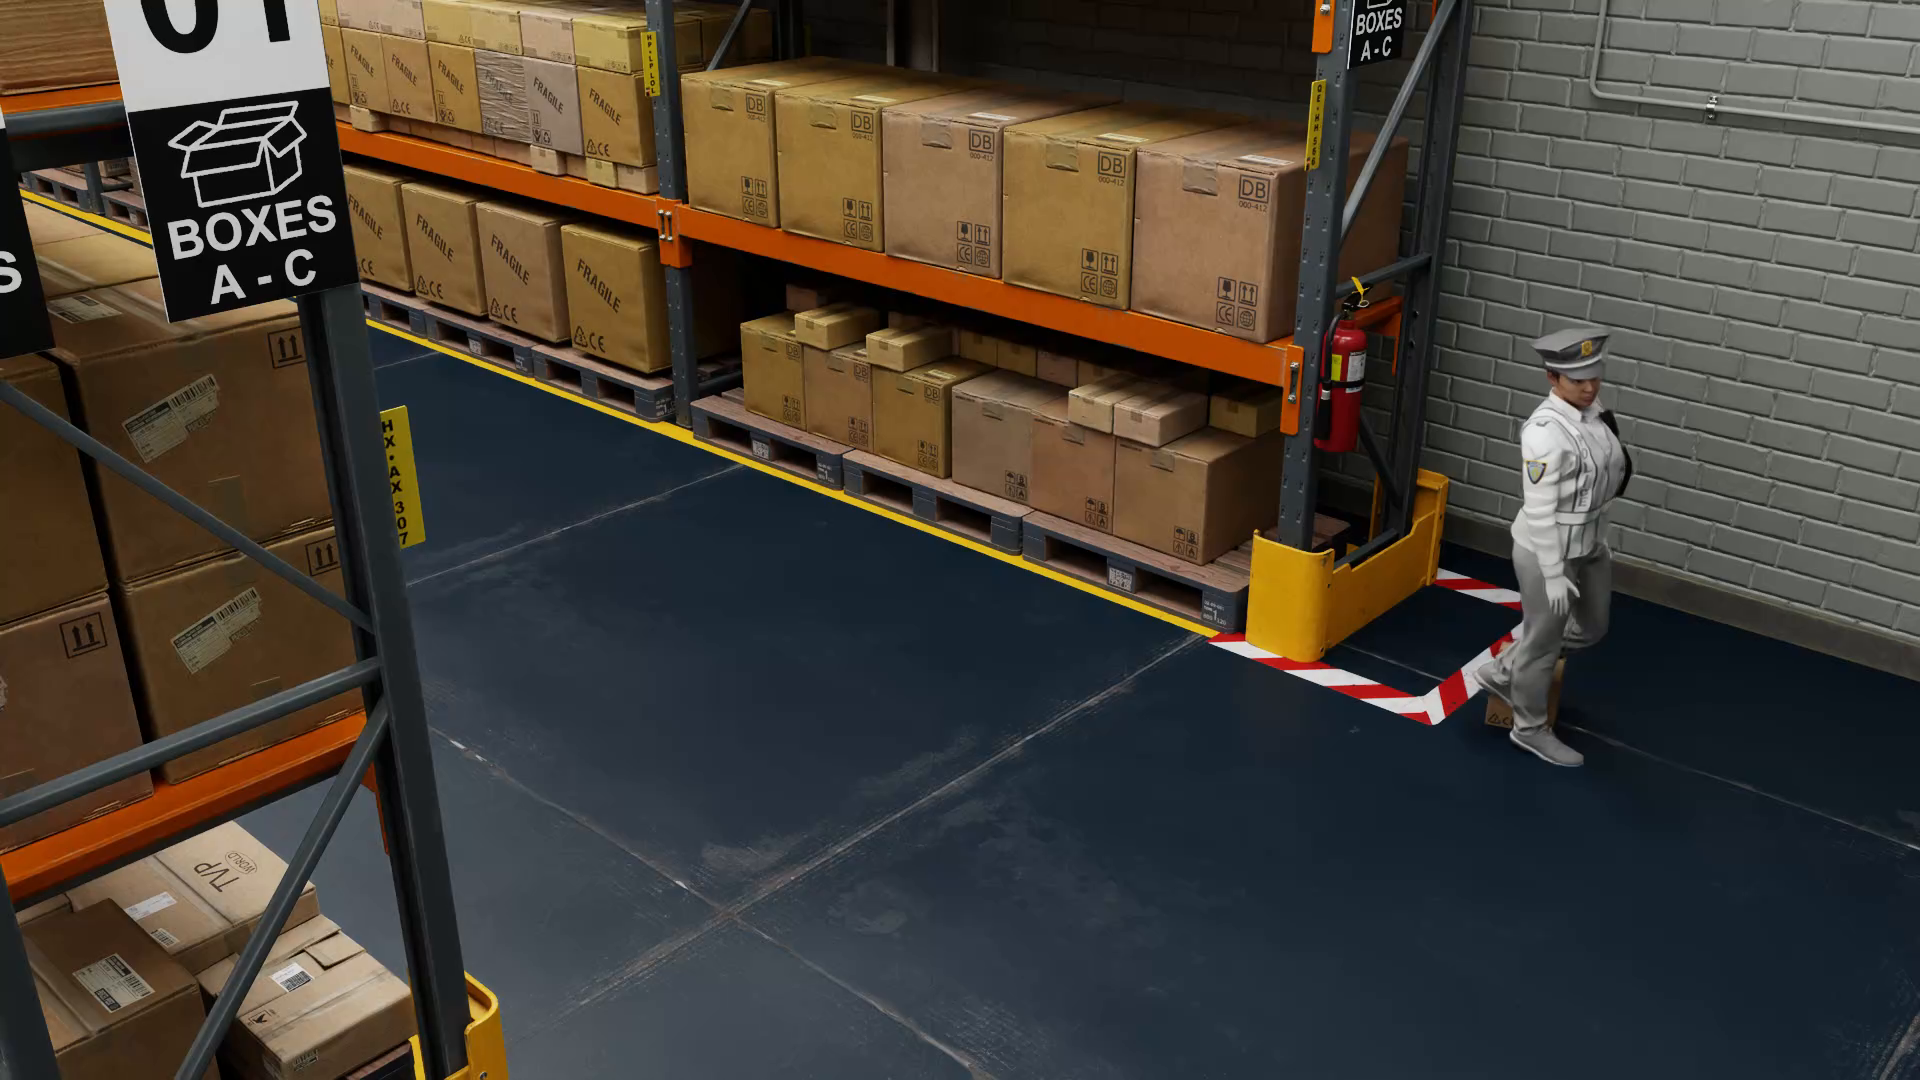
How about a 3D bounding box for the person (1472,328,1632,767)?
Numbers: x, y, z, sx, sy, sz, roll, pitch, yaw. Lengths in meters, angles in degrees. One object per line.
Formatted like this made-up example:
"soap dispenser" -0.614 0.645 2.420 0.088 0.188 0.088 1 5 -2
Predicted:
"person" 2.137 0.036 6.024 0.477 1.695 0.541 20 31 38
